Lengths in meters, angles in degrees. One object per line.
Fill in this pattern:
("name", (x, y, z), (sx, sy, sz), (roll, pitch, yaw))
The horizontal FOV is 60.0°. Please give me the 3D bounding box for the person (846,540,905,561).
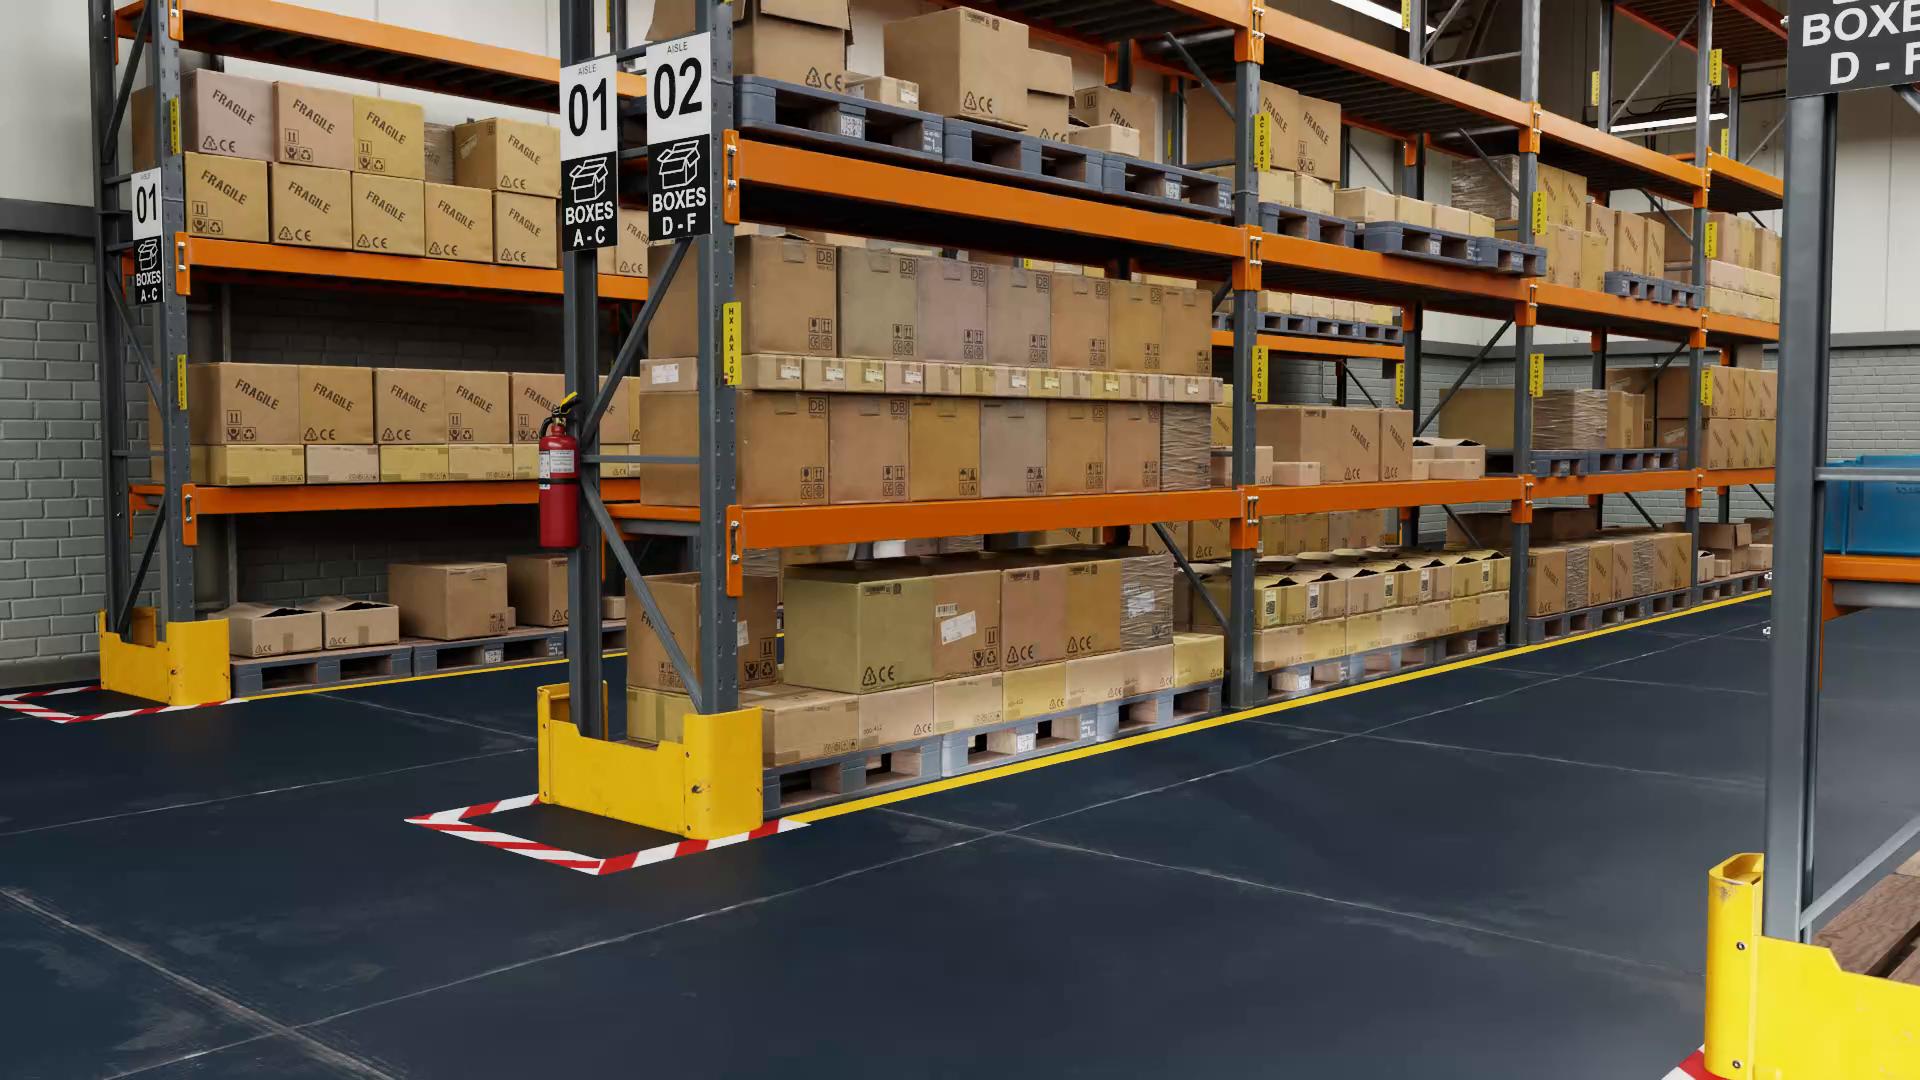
("person", (-0.670, -0.035, 12.339), (0.529, 1.772, 0.552), (3, 5, 42))
